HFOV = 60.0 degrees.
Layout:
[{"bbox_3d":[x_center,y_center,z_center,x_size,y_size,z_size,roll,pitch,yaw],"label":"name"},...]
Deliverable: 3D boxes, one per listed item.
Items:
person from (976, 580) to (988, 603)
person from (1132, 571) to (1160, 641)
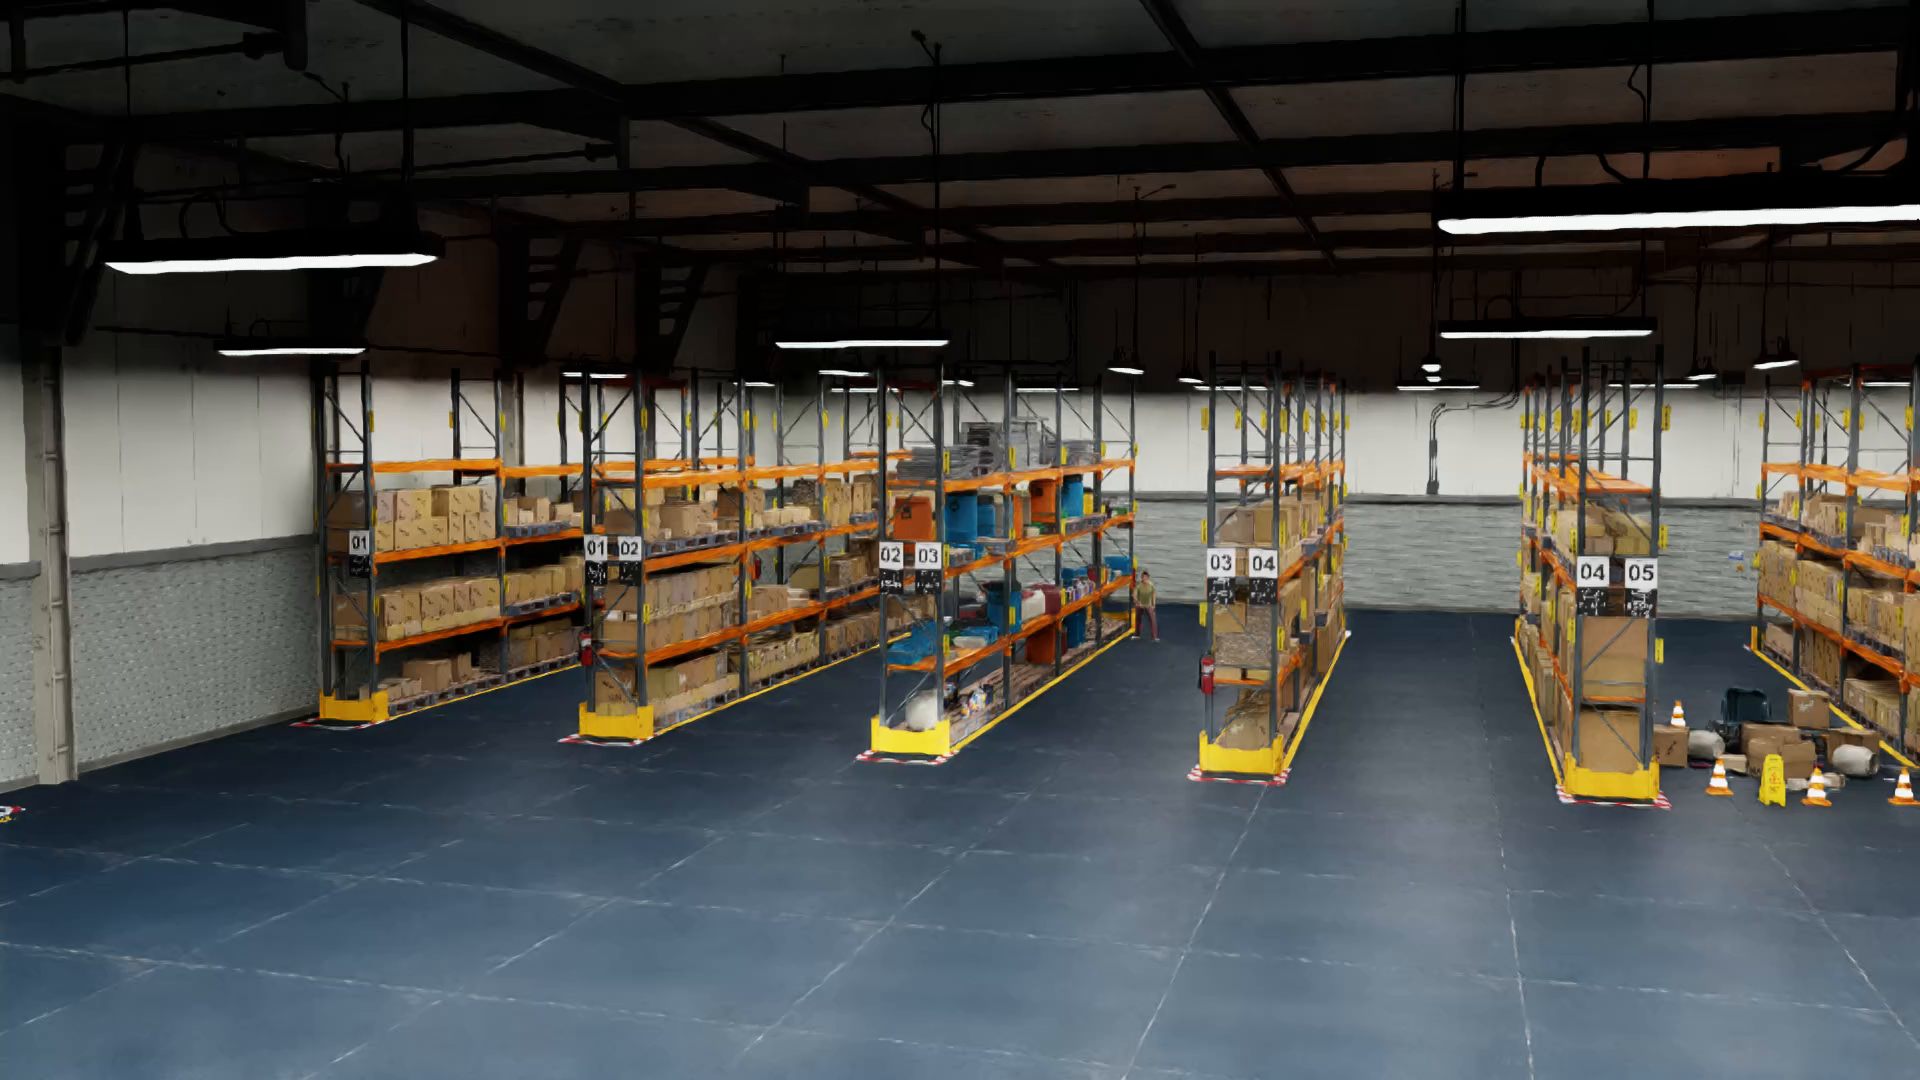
[{"bbox_3d":[0.527,1.625,36.474,0.415,1.517,1.041,1,4,14],"label":"person"},{"bbox_3d":[4.210,1.490,37.818,0.621,1.604,0.814,0,4,0],"label":"person"}]
